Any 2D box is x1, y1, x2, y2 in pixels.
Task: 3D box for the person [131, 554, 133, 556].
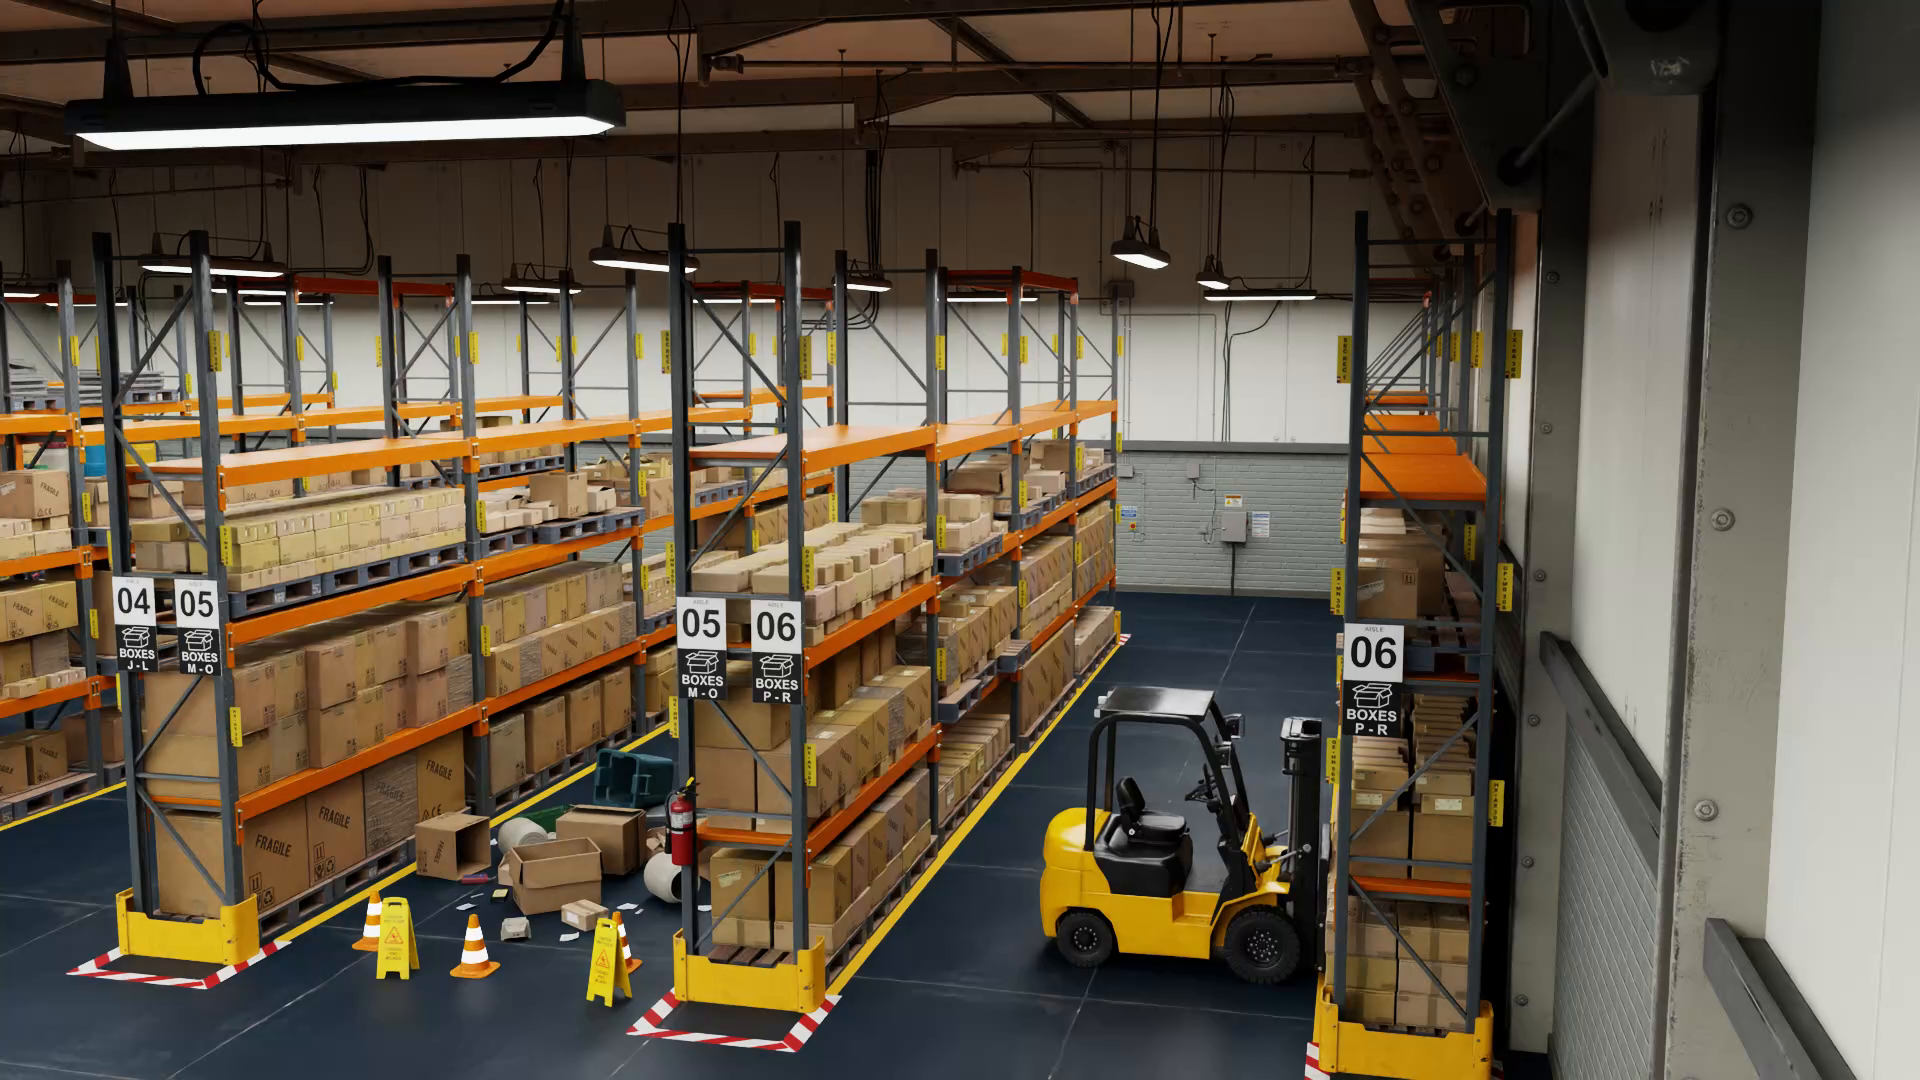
[{"bbox_3d":[-14.713,0.823,29.632,0.543,1.484,0.387,2,7,18],"label":"person"}]
